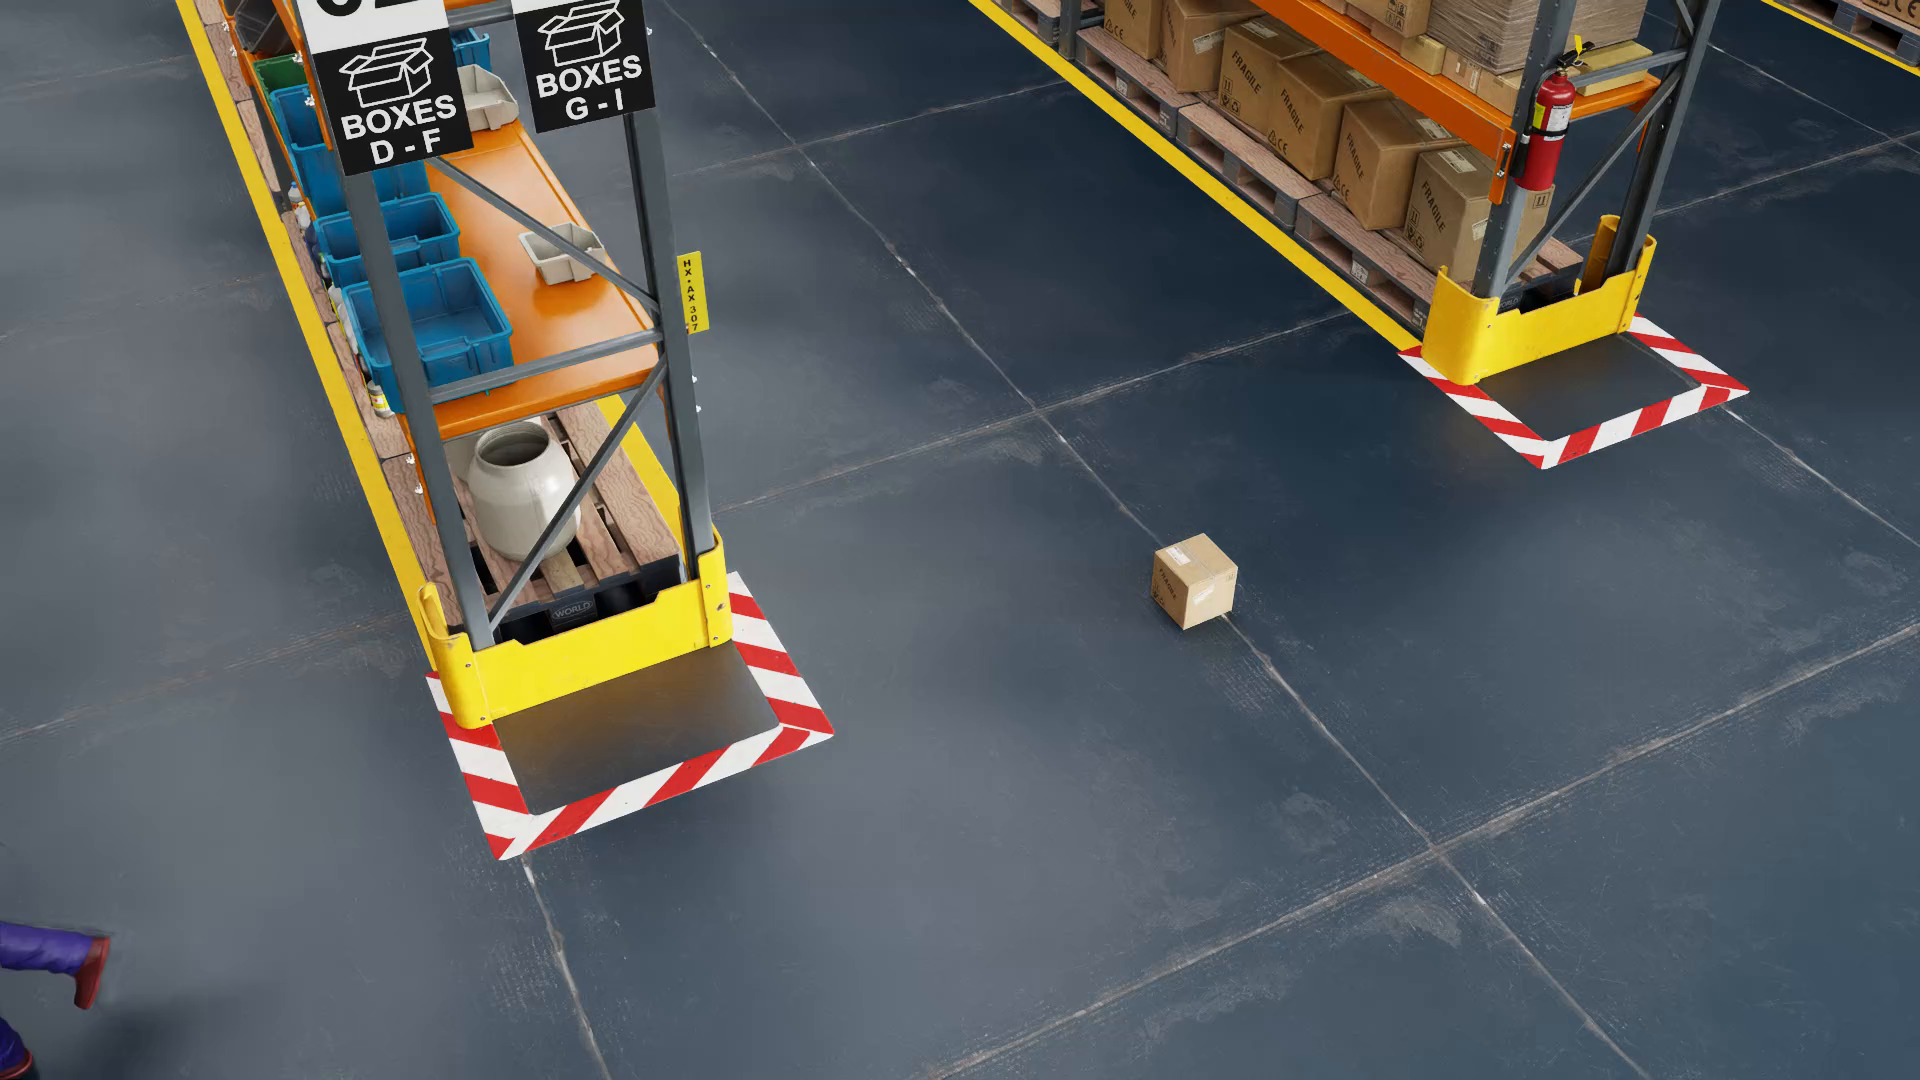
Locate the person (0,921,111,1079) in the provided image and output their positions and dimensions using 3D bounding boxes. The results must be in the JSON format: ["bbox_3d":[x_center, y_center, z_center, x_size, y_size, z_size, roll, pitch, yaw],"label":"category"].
[{"bbox_3d":[-3.037,1.066,4.941,0.614,1.625,0.476,-13,43,-14],"label":"person"}]
